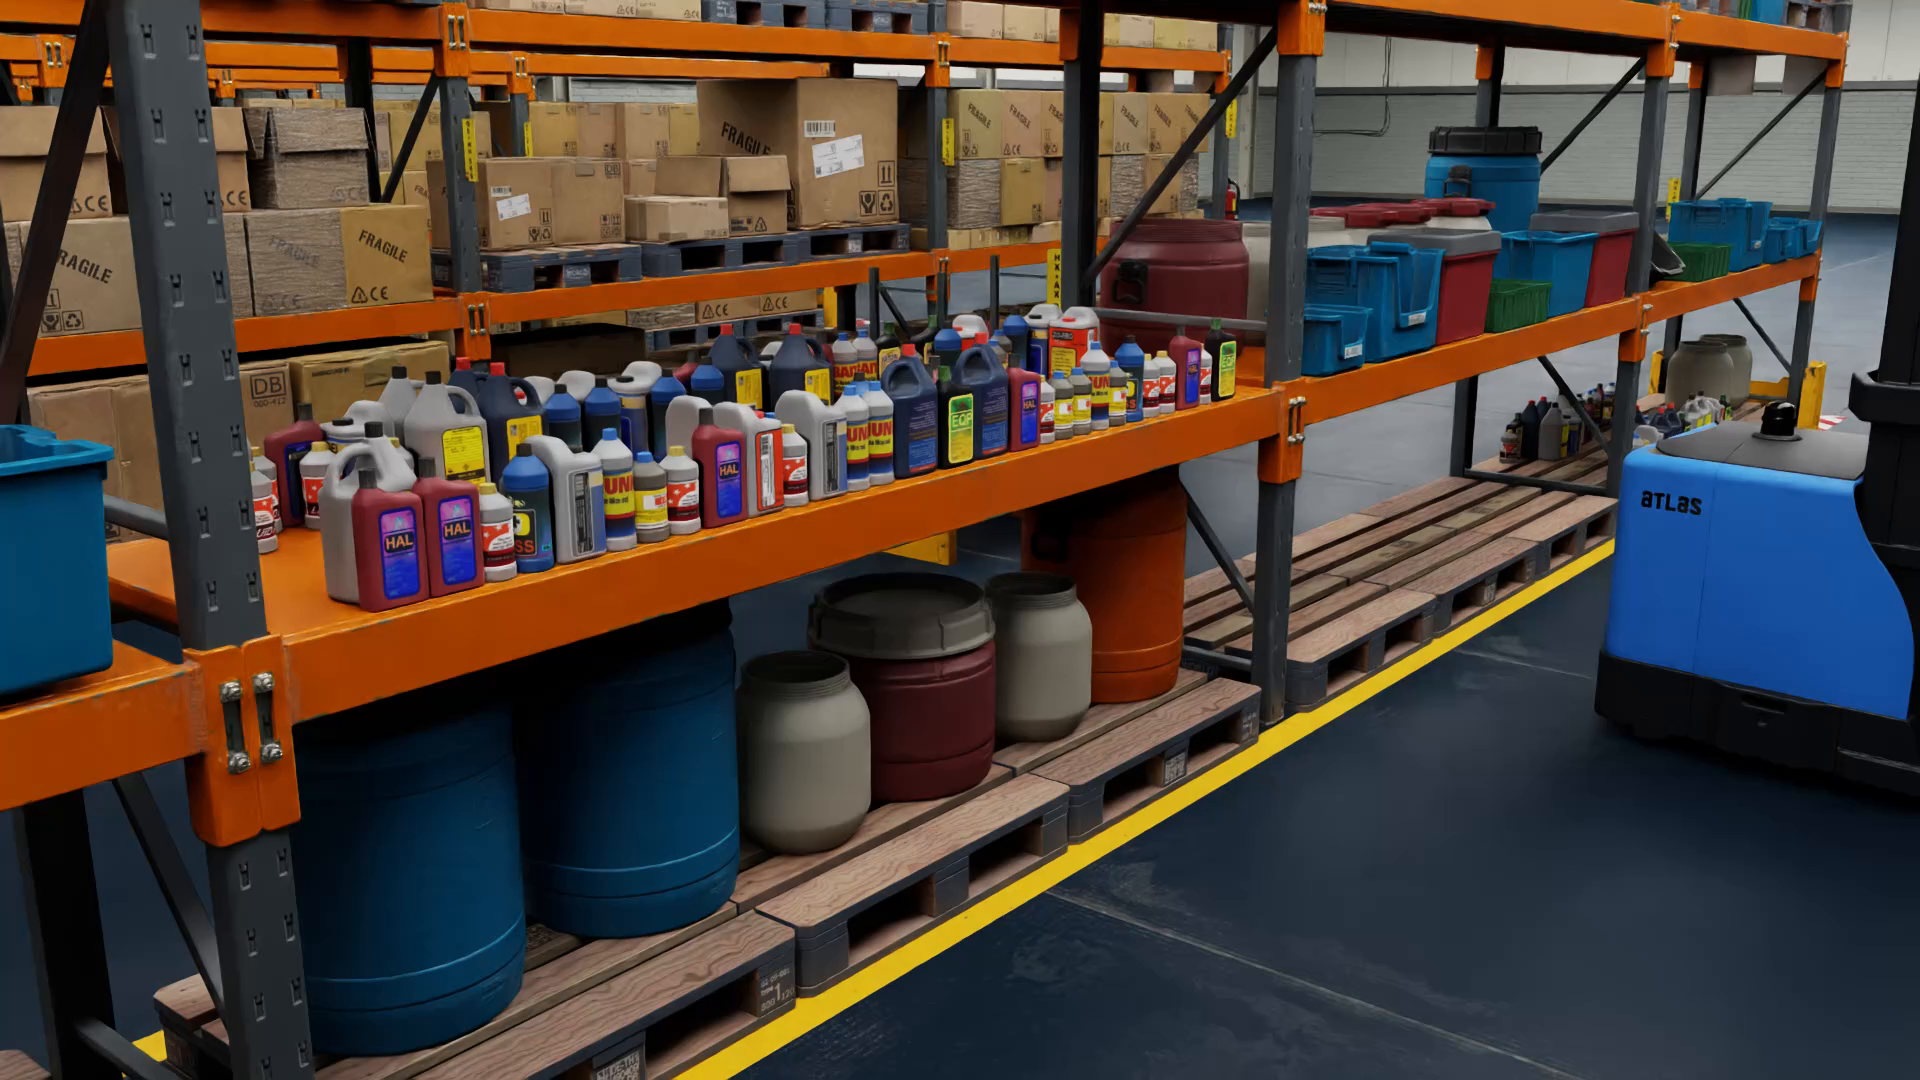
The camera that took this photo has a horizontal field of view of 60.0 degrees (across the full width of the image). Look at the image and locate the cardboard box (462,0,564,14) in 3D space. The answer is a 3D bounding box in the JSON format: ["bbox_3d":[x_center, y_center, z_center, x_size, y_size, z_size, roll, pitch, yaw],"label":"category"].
[{"bbox_3d":[-2.540,-3.025,9.151,0.500,0.250,0.500,12,18,39],"label":"cardboard box"}]

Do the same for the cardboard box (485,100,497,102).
[{"bbox_3d":[-5.864,-5.204,20.680,0.700,0.500,0.500,11,18,36],"label":"cardboard box"}]

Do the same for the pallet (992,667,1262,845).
[{"bbox_3d":[0.356,0.682,6.009,1.003,0.211,1.213,11,18,38],"label":"pallet"}]

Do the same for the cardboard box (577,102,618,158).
[{"bbox_3d":[-3.800,-3.931,16.007,0.875,0.550,0.550,11,18,38],"label":"cardboard box"}]

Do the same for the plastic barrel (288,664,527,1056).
[{"bbox_3d":[-1.340,0.651,3.876,0.600,0.901,0.708,11,18,38],"label":"plastic barrel"}]

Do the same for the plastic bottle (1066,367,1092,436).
[{"bbox_3d":[0.359,-0.430,5.128,0.097,0.201,0.097,0,14,0],"label":"plastic bottle"}]

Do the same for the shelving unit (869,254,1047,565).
[{"bbox_3d":[0.048,-0.742,8.996,0.587,1.500,1.083,11,18,38],"label":"shelving unit"}]

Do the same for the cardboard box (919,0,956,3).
[{"bbox_3d":[-0.075,-3.948,11.975,0.380,0.149,0.250,11,18,36],"label":"cardboard box"}]

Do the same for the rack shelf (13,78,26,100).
[{"bbox_3d":[-13.347,-5.382,19.587,1.077,0.370,4.000,11,18,38],"label":"rack shelf"}]

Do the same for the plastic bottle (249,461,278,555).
[{"bbox_3d":[-1.590,-0.074,3.726,0.097,0.201,0.097,0,14,0],"label":"plastic bottle"}]

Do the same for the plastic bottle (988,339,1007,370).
[{"bbox_3d":[0.114,-0.593,5.770,0.097,0.201,0.097,0,14,0],"label":"plastic bottle"}]

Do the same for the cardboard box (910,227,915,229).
[{"bbox_3d":[-0.448,-2.371,12.872,0.380,0.149,0.250,11,18,38],"label":"cardboard box"}]

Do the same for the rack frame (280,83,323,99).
[{"bbox_3d":[-9.576,-5.426,24.391,1.000,3.000,0.127,11,18,38],"label":"rack frame"}]

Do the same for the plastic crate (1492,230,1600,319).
[{"bbox_3d":[2.882,-1.326,8.282,0.392,0.384,0.575,11,18,38],"label":"plastic crate"}]

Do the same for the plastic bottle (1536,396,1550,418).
[{"bbox_3d":[3.634,-0.727,10.378,0.144,0.351,0.185,10,17,35],"label":"plastic bottle"}]

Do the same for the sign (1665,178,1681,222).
[{"bbox_3d":[5.422,-2.579,12.620,0.100,0.325,0.005,11,18,38],"label":"sign"}]

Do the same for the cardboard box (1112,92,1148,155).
[{"bbox_3d":[1.215,-3.467,13.840,0.500,0.500,0.500,11,18,38],"label":"cardboard box"}]

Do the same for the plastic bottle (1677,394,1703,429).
[{"bbox_3d":[4.549,-0.730,10.391,0.144,0.351,0.185,11,18,37],"label":"plastic bottle"}]

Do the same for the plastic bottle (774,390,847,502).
[{"bbox_3d":[-0.380,-0.252,4.275,0.152,0.276,0.135,11,18,38],"label":"plastic bottle"}]

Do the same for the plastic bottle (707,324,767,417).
[{"bbox_3d":[-0.679,-0.474,4.998,0.144,0.351,0.185,11,18,38],"label":"plastic bottle"}]

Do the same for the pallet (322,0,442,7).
[{"bbox_3d":[-3.397,-2.824,8.439,1.213,0.211,1.003,12,19,40],"label":"pallet"}]

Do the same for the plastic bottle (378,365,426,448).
[{"bbox_3d":[-1.372,-0.263,4.168,0.144,0.351,0.185,11,18,38],"label":"plastic bottle"}]

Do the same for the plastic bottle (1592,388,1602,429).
[{"bbox_3d":[4.250,-0.885,11.162,0.097,0.271,0.097,0,14,0],"label":"plastic bottle"}]

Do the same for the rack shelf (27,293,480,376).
[{"bbox_3d":[-4.290,-0.862,7.883,1.077,0.370,4.000,11,18,38],"label":"rack shelf"}]

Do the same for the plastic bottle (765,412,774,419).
[{"bbox_3d":[-0.489,-0.232,4.346,0.097,0.201,0.097,0,14,0],"label":"plastic bottle"}]

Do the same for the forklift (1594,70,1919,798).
[{"bbox_3d":[3.814,-0.537,5.284,3.031,2.935,1.130,13,19,42],"label":"forklift"}]

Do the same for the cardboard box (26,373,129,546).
[{"bbox_3d":[-4.600,-0.298,7.666,1.225,0.875,0.875,10,18,36],"label":"cardboard box"}]

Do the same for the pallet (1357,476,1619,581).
[{"bbox_3d":[2.870,-0.085,9.028,1.003,0.211,1.213,11,18,38],"label":"pallet"}]

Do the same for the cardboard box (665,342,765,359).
[{"bbox_3d":[-1.588,-1.051,11.351,0.700,0.500,0.500,9,17,33],"label":"cardboard box"}]

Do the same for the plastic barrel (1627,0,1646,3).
[{"bbox_3d":[3.182,-3.159,8.354,0.600,0.901,0.708,11,18,38],"label":"plastic barrel"}]

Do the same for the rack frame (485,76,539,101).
[{"bbox_3d":[-5.713,-4.659,21.370,1.000,3.000,0.127,11,18,38],"label":"rack frame"}]

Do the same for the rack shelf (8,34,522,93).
[{"bbox_3d":[-5.571,-3.868,13.627,1.077,0.370,4.000,11,18,38],"label":"rack shelf"}]

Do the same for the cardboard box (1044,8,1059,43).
[{"bbox_3d":[0.612,-3.983,12.920,0.500,0.250,0.500,10,18,35],"label":"cardboard box"}]

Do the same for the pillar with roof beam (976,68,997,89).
[{"bbox_3d":[3.947,-11.121,34.623,9.100,9.000,0.400,11,18,38],"label":"pillar with roof beam"}]

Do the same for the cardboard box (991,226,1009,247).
[{"bbox_3d":[0.153,-2.330,12.713,0.380,0.149,0.250,11,18,38],"label":"cardboard box"}]

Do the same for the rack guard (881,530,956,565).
[{"bbox_3d":[-0.265,-0.040,8.774,0.587,0.250,0.087,11,18,38],"label":"rack guard"}]

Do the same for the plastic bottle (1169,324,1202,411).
[{"bbox_3d":[0.752,-0.583,5.561,0.061,0.283,0.133,11,18,38],"label":"plastic bottle"}]

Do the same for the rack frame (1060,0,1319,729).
[{"bbox_3d":[0.819,-0.827,6.285,1.000,3.000,0.127,11,18,38],"label":"rack frame"}]

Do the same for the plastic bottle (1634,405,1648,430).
[{"bbox_3d":[4.051,-0.635,10.016,0.144,0.351,0.185,11,18,38],"label":"plastic bottle"}]

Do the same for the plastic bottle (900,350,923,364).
[{"bbox_3d":[-0.173,-0.565,5.660,0.097,0.201,0.097,0,14,0],"label":"plastic bottle"}]

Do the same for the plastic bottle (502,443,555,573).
[{"bbox_3d":[-0.929,-0.072,3.574,0.097,0.271,0.097,0,14,0],"label":"plastic bottle"}]

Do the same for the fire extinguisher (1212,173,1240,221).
[{"bbox_3d":[2.425,-3.038,15.148,0.296,0.674,0.183,11,18,38],"label":"fire extinguisher"}]

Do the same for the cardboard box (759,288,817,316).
[{"bbox_3d":[-2.174,-2.946,18.089,0.875,0.875,0.875,11,18,38],"label":"cardboard box"}]

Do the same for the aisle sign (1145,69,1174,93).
[{"bbox_3d":[1.800,-4.444,15.243,0.394,0.787,0.004,11,18,38],"label":"aisle sign"}]

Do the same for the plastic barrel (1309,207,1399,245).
[{"bbox_3d":[1.828,-1.286,7.817,0.433,0.535,0.433,0,14,0],"label":"plastic barrel"}]

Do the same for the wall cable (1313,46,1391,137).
[{"bbox_3d":[11.020,-12.940,48.090,3.097,2.526,0.112,11,18,38],"label":"wall cable"}]

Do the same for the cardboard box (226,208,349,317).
[{"bbox_3d":[-3.469,-1.414,8.395,0.500,0.500,0.500,11,18,37],"label":"cardboard box"}]

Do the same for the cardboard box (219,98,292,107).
[{"bbox_3d":[-7.782,-4.621,18.382,0.700,0.500,0.500,11,18,37],"label":"cardboard box"}]

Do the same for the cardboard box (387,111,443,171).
[{"bbox_3d":[-4.943,-3.484,14.513,0.700,0.500,0.500,11,18,37],"label":"cardboard box"}]

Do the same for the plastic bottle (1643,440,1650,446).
[{"bbox_3d":[4.002,-0.482,9.717,0.097,0.201,0.097,0,14,0],"label":"plastic bottle"}]

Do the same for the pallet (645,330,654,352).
[{"bbox_3d":[-3.775,-1.928,16.284,1.003,0.211,1.213,11,18,38],"label":"pallet"}]

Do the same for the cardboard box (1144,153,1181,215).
[{"bbox_3d":[1.407,-3.103,14.436,0.875,0.500,0.500,11,18,38],"label":"cardboard box"}]

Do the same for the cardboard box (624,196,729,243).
[{"bbox_3d":[-1.801,-2.009,10.392,0.500,0.250,0.500,11,18,36],"label":"cardboard box"}]

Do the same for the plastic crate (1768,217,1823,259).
[{"bbox_3d":[5.765,-2.145,11.775,0.499,0.251,0.616,11,18,38],"label":"plastic crate"}]

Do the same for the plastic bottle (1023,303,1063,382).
[{"bbox_3d":[0.296,-0.734,6.171,0.152,0.276,0.135,11,18,38],"label":"plastic bottle"}]

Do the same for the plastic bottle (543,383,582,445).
[{"bbox_3d":[-1.043,-0.275,4.373,0.097,0.271,0.097,0,14,0],"label":"plastic bottle"}]

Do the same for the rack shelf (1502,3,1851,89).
[{"bbox_3d":[4.590,-3.081,10.528,1.077,0.370,4.000,11,18,38],"label":"rack shelf"}]

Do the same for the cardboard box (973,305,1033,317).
[{"bbox_3d":[0.446,-1.664,13.803,0.500,0.500,0.500,9,17,33],"label":"cardboard box"}]

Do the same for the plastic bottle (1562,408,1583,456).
[{"bbox_3d":[3.765,-0.672,10.316,0.152,0.276,0.135,11,18,38],"label":"plastic bottle"}]
